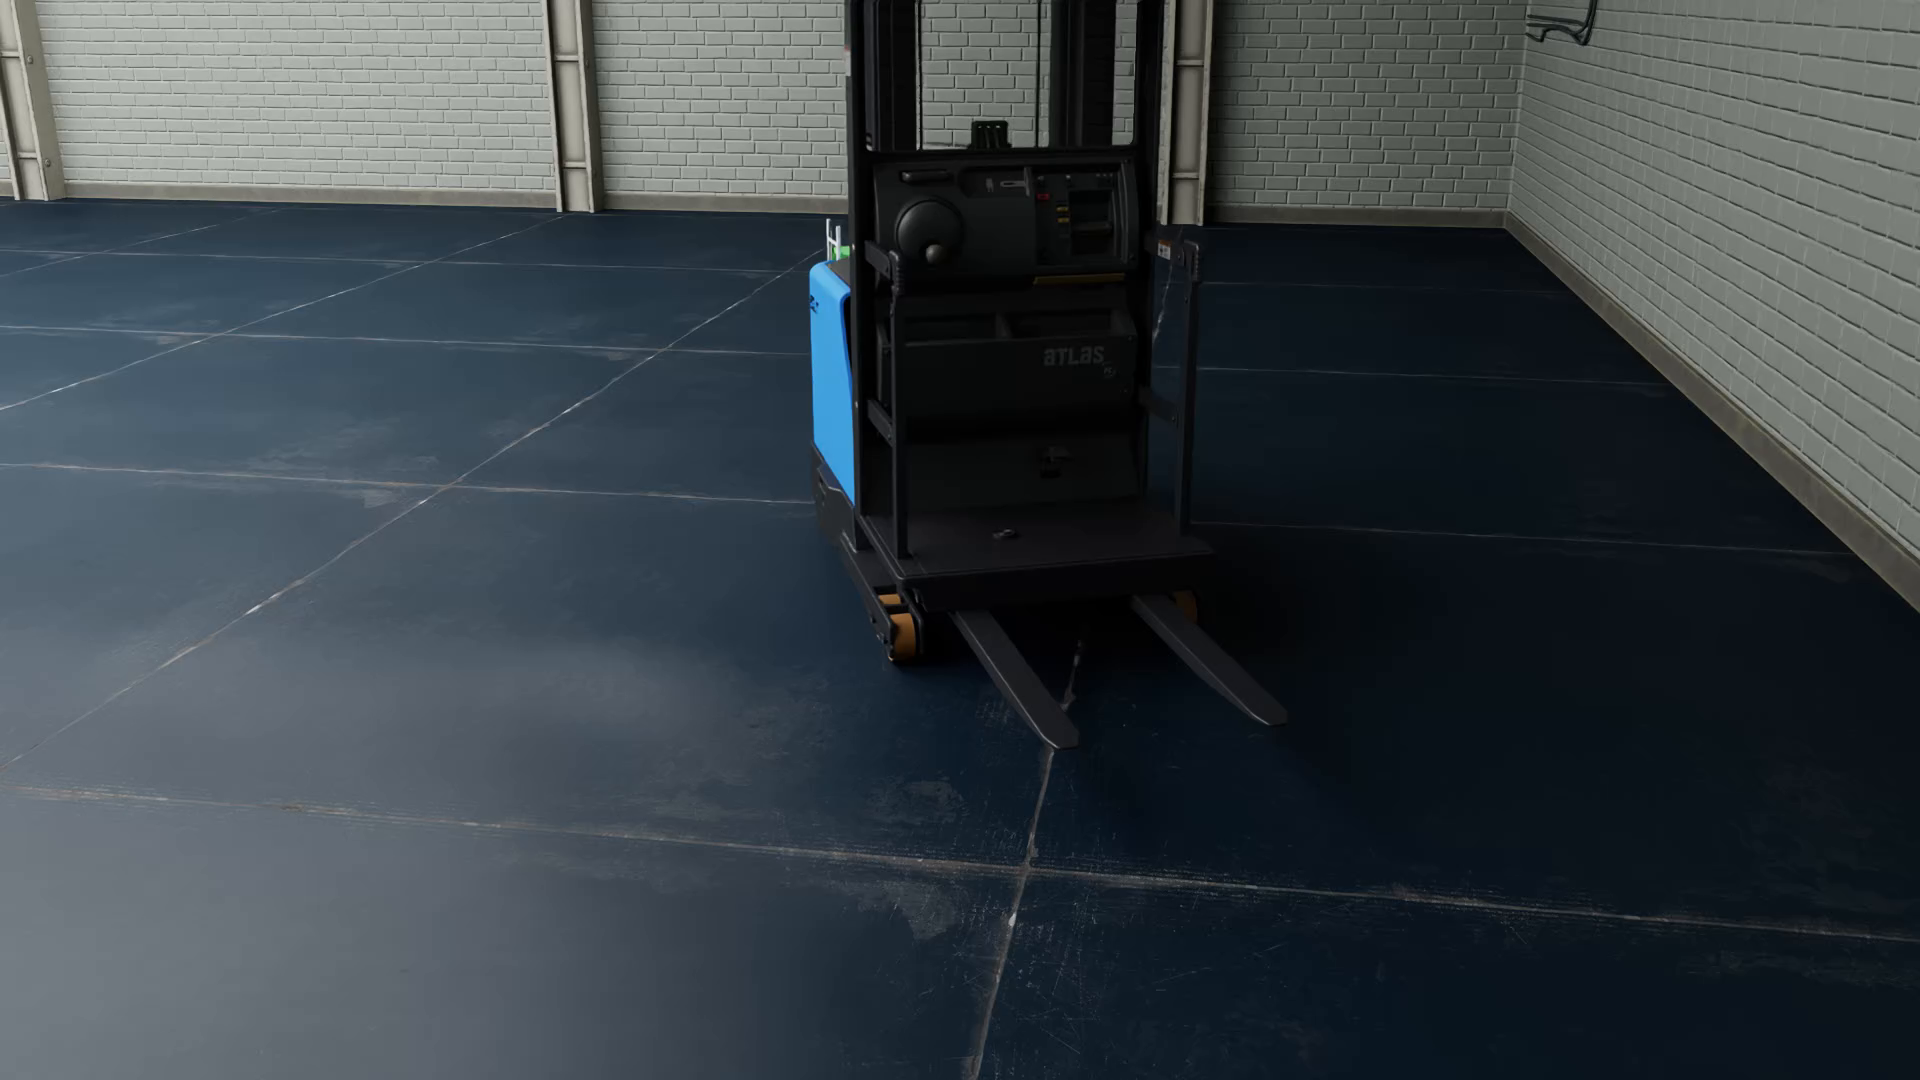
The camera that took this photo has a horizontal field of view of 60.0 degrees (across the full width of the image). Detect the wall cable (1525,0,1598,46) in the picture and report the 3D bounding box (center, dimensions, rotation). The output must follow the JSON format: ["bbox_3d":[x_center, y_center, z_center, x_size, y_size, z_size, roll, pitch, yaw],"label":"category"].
[{"bbox_3d":[4.818,-5.245,13.192,0.112,2.526,3.097,3,19,9],"label":"wall cable"}]

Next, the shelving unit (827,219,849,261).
[{"bbox_3d":[-0.299,-0.794,7.286,0.503,1.200,0.258,-5,19,-14],"label":"shelving unit"}]

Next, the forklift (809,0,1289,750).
[{"bbox_3d":[0.218,-1.114,5.513,1.130,2.935,3.031,-5,19,-13],"label":"forklift"}]

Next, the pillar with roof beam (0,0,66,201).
[{"bbox_3d":[-10.412,-6.536,12.155,0.400,9.000,9.100,3,19,9],"label":"pillar with roof beam"}]

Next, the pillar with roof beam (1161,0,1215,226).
[{"bbox_3d":[1.436,-5.932,10.350,0.400,9.000,9.100,3,19,9],"label":"pillar with roof beam"}]

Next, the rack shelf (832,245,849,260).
[{"bbox_3d":[-0.299,-1.189,7.154,0.480,0.148,0.258,-5,19,-14],"label":"rack shelf"}]

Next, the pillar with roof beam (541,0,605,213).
[{"bbox_3d":[-4.488,-6.234,11.252,0.400,9.000,9.100,3,19,9],"label":"pillar with roof beam"}]

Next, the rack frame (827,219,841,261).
[{"bbox_3d":[-0.536,-0.775,7.228,0.015,1.200,0.240,-5,19,-14],"label":"rack frame"}]
